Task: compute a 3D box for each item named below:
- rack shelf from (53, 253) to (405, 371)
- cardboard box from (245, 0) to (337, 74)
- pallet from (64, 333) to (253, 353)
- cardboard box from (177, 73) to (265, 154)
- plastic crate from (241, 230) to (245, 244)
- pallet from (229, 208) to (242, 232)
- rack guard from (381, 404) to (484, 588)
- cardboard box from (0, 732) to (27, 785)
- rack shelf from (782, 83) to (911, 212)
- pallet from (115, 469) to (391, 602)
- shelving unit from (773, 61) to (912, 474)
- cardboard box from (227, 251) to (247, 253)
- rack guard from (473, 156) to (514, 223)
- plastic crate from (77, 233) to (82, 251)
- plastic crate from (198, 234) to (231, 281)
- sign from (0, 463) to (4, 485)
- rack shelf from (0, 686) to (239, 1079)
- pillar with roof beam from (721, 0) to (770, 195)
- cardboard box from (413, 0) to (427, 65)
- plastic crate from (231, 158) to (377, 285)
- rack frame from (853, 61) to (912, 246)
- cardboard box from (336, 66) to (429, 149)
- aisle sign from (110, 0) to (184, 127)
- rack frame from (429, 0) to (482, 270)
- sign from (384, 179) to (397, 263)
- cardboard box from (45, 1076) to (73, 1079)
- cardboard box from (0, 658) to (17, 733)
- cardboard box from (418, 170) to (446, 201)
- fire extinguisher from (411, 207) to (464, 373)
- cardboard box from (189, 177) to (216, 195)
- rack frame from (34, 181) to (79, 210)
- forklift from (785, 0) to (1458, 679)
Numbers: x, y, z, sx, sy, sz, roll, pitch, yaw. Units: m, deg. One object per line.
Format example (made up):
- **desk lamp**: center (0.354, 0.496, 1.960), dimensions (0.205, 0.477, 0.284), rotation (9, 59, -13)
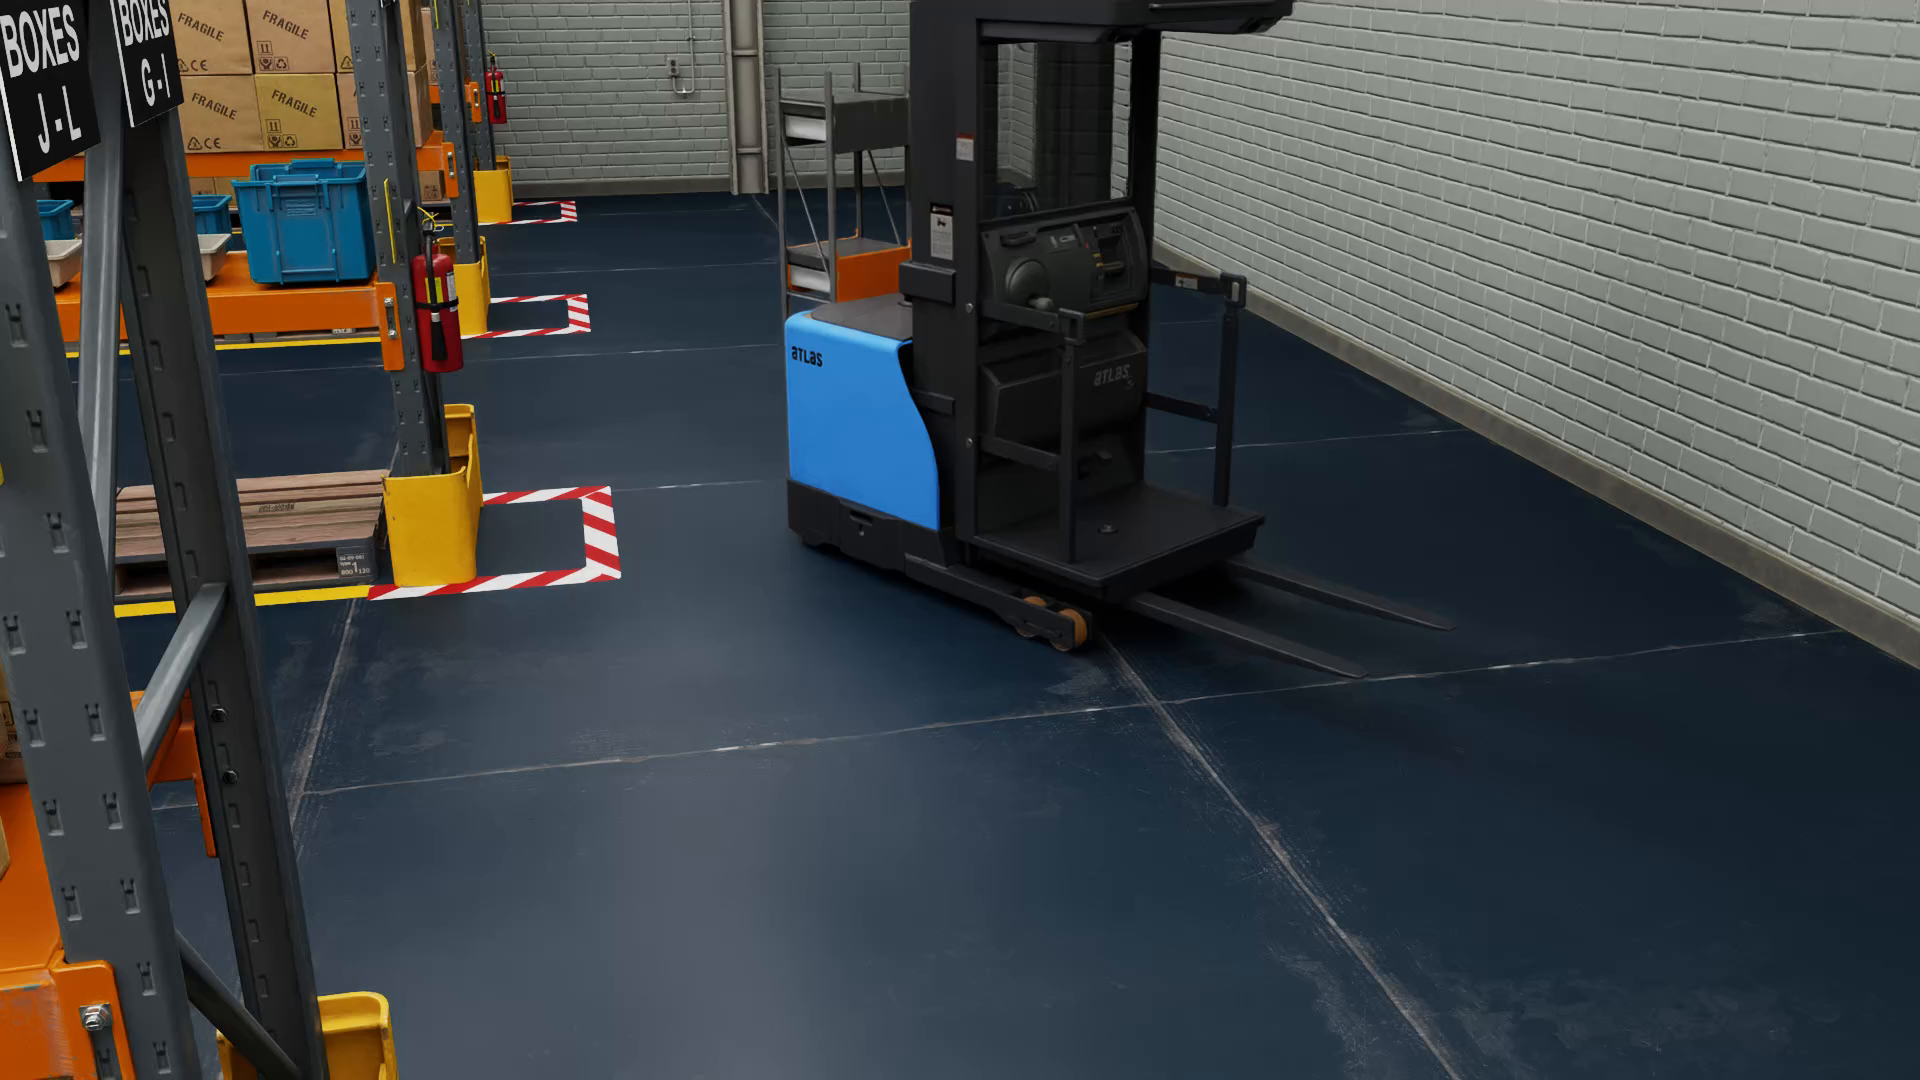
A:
- **rack shelf**: center (-4.398, -0.902, 6.962), dimensions (4.000, 0.370, 1.077), rotation (-5, 21, -12)
- **cardboard box**: center (-4.449, -3.405, 11.151), dimensions (0.500, 0.500, 0.500), rotation (-4, 21, -11)
- **pallet**: center (-5.622, -1.582, 11.828), dimensions (1.213, 0.211, 1.003), rotation (-5, 21, -12)
- **cardboard box**: center (-4.952, -2.897, 11.217), dimensions (0.500, 0.500, 0.500), rotation (-4, 21, -12)
- **plastic crate**: center (-3.099, -1.396, 7.560), dimensions (0.298, 0.136, 0.250), rotation (-5, 21, -12)
- **pallet**: center (-6.676, -3.220, 16.299), dimensions (1.213, 0.211, 1.003), rotation (-5, 21, -12)
- **rack guard**: center (-2.431, -0.231, 7.718), dimensions (0.348, 0.500, 1.175), rotation (-5, 21, -12)
- **cardboard box**: center (-1.733, 0.295, 3.013), dimensions (0.250, 0.149, 0.380), rotation (-4, 21, -12)
- **rack shelf**: center (-0.543, -1.856, 7.832), dimensions (0.480, 0.518, 0.431), rotation (-19, 27, -41)
- **pallet**: center (-3.263, -0.037, 7.608), dimensions (1.213, 0.211, 1.003), rotation (-5, 21, -12)
- **shelving unit**: center (-0.543, -1.211, 8.068), dimensions (0.503, 2.100, 0.431), rotation (-19, 27, -41)
- **cardboard box**: center (-5.155, -1.945, 12.121), dimensions (0.500, 0.250, 0.500), rotation (-5, 21, -12)
- **rack guard**: center (-4.708, -3.543, 16.759), dimensions (0.348, 0.500, 1.175), rotation (-5, 21, -12)
- **plastic crate**: center (-3.759, -1.342, 7.413), dimensions (0.298, 0.136, 0.250), rotation (-5, 21, -12)
- **plastic crate**: center (-3.203, -1.177, 6.964), dimensions (0.243, 0.136, 0.396), rotation (-5, 21, -12)
- **sign**: center (-1.200, -0.212, 2.006), dimensions (0.005, 0.325, 0.100), rotation (-5, 21, -12)
- **rack shelf**: center (-3.258, 0.756, 2.436), dimensions (4.000, 0.370, 1.077), rotation (-5, 21, -12)
- **pillar with roof beam**: center (-1.312, -6.594, 12.732), dimensions (0.400, 9.000, 9.100), rotation (-5, 21, -12)
- **cardboard box**: center (-4.080, -3.626, 11.754), dimensions (0.500, 0.500, 0.500), rotation (-4, 20, -11)
- **plastic crate**: center (-2.734, -1.354, 7.011), dimensions (0.499, 0.435, 0.616), rotation (-5, 21, -12)
- **rack frame**: center (-0.369, -1.270, 8.229), dimensions (0.015, 2.100, 0.400), rotation (-19, 27, -41)
- **cardboard box**: center (-3.961, -2.977, 11.435), dimensions (0.500, 0.500, 0.500), rotation (-4, 20, -11)
- **aisle sign**: center (-1.311, -1.067, 2.587), dimensions (0.004, 0.787, 0.394), rotation (-5, 21, -12)
- **rack frame**: center (-3.588, -3.057, 11.798), dimensions (0.127, 3.000, 1.000), rotation (-5, 21, -12)
- **sign**: center (-2.309, -1.292, 6.743), dimensions (0.005, 0.325, 0.100), rotation (-5, 21, -12)
- **cardboard box**: center (-1.916, 1.138, 2.827), dimensions (0.875, 0.875, 0.875), rotation (-5, 21, -12)
- **cardboard box**: center (-1.841, 0.138, 2.862), dimensions (0.500, 0.250, 0.500), rotation (-5, 21, -14)
- **cardboard box**: center (-5.389, -3.649, 16.439), dimensions (0.500, 0.500, 0.700), rotation (-5, 21, -12)
- **fire extinguisher**: center (-2.200, -1.047, 6.965), dimensions (0.183, 0.674, 0.296), rotation (-5, 21, -12)
- **cardboard box**: center (-7.383, -3.485, 15.990), dimensions (0.500, 0.500, 0.700), rotation (-5, 21, -13)
- **rack frame**: center (-8.624, -4.398, 15.459), dimensions (0.127, 3.000, 1.000), rotation (-5, 21, -12)
- **forklift**: center (0.585, -1.134, 6.649), dimensions (1.130, 2.935, 3.031), rotation (-19, 27, -41)
